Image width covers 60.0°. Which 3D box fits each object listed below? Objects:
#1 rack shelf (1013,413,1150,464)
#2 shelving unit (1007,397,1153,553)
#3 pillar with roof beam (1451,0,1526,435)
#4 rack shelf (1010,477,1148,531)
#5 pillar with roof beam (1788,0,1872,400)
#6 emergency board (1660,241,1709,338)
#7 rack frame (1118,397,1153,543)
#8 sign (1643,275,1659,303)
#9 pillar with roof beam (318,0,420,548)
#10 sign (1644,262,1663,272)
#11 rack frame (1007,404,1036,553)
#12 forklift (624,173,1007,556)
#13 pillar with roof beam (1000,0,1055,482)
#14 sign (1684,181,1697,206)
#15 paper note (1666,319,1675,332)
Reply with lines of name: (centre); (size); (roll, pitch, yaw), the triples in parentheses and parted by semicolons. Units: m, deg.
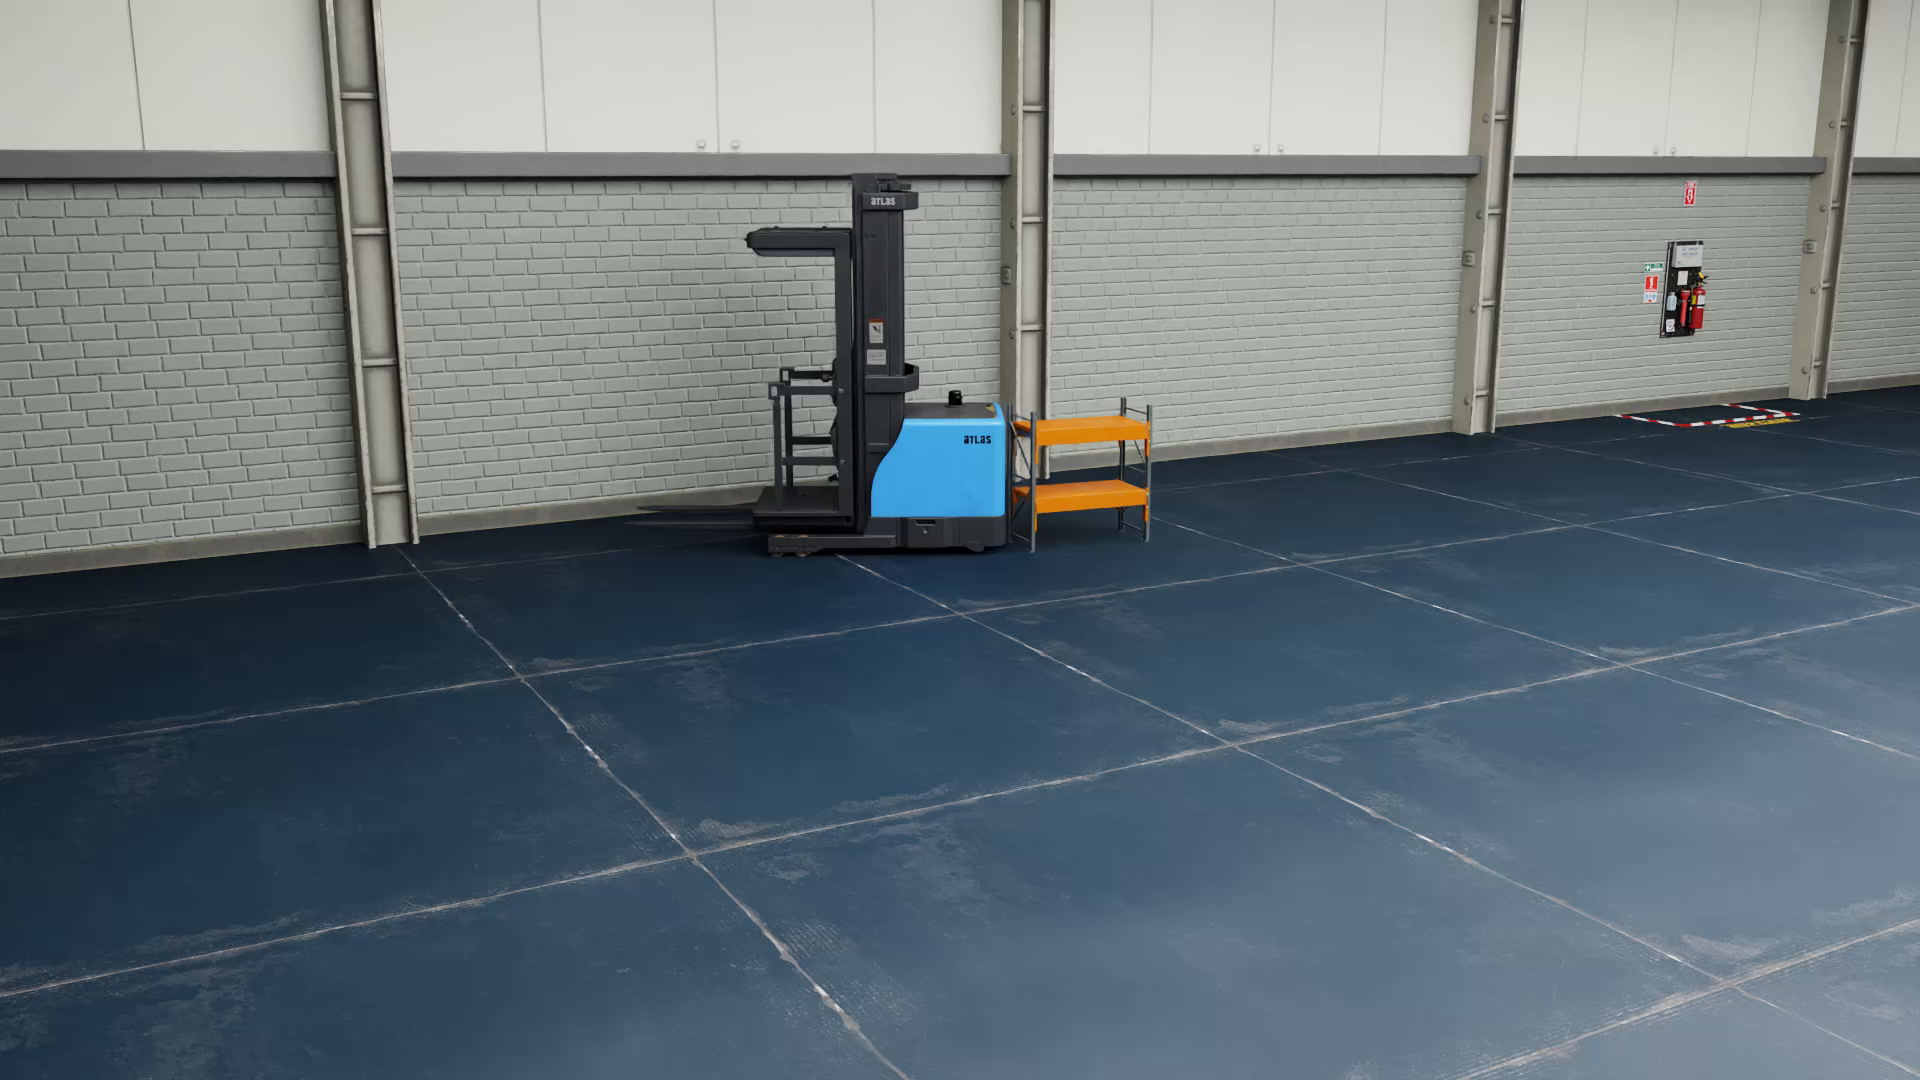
rack shelf: (0.960, -0.822, 13.368); (1.000, 0.278, 0.538); (-5, 14, -21)
shelving unit: (0.960, -0.537, 13.432); (1.048, 1.125, 0.538); (-5, 14, -21)
pillar with roof beam: (7.964, -4.806, 14.469); (0.400, 9.000, 9.100); (-7, 14, -28)
rack shelf: (0.960, -0.298, 13.486); (1.000, 0.278, 0.538); (-5, 14, -21)
pillar with roof beam: (13.230, -5.437, 17.273); (0.400, 9.000, 9.100); (-7, 14, -28)
emergency board: (8.980, -3.087, 20.496); (0.643, 1.169, 0.194); (-7, 14, -28)
rack frame: (1.433, -0.578, 13.615); (0.032, 1.125, 0.500); (-5, 14, -21)
sign: (8.445, -3.067, 20.322); (0.234, 0.329, 0.001); (-7, 14, -28)
pillar with roof beam: (-2.569, -3.544, 8.859); (0.400, 9.000, 9.100); (-7, 14, -28)
sign: (8.454, -3.324, 20.258); (0.331, 0.109, 0.001); (-7, 14, -28)
rack frame: (0.487, -0.496, 13.250); (0.032, 1.125, 0.500); (-5, 14, -21)
forklift: (-1.155, -1.418, 13.236); (3.031, 2.935, 1.130); (0, 13, -1)
pillar with roof beam: (2.697, -4.175, 11.664); (0.400, 9.000, 9.100); (-7, 14, -28)
sign: (8.925, -4.237, 20.323); (0.199, 0.298, 0.001); (-7, 14, -28)
paper note: (8.792, -2.652, 20.569); (0.142, 0.148, 0.016); (-7, 14, -28)
